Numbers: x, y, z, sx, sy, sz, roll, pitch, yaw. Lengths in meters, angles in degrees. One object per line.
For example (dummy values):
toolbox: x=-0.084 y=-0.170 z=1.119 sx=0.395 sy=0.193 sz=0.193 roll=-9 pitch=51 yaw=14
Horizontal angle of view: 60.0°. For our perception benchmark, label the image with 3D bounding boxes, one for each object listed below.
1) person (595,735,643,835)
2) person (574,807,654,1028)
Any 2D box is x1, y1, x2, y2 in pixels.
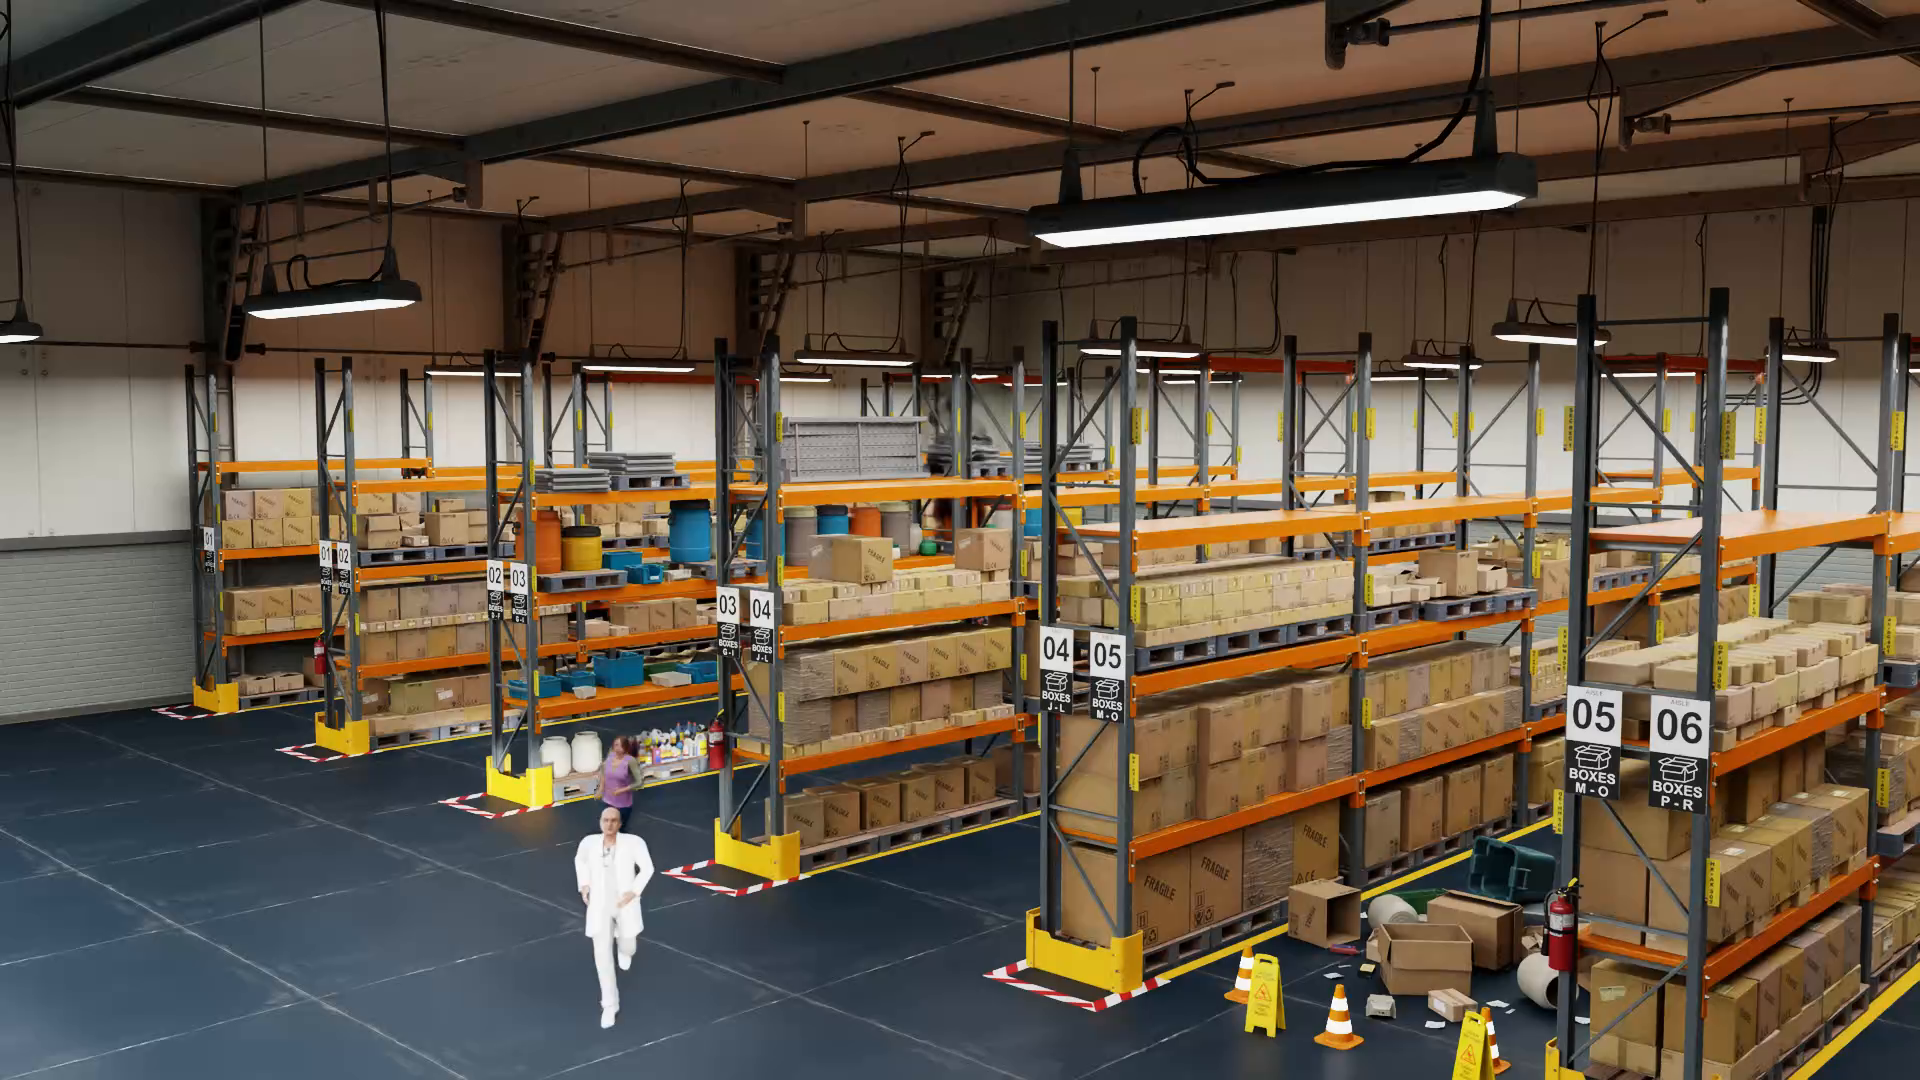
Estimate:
person: x=-3.807 y=2.943 z=18.599 sx=0.578 sy=1.568 sz=0.868 roll=1 pitch=5 yaw=15
person: x=-3.012 y=3.201 z=14.496 sx=0.681 sy=1.776 sz=1.155 roll=-1 pitch=4 yaw=-11
